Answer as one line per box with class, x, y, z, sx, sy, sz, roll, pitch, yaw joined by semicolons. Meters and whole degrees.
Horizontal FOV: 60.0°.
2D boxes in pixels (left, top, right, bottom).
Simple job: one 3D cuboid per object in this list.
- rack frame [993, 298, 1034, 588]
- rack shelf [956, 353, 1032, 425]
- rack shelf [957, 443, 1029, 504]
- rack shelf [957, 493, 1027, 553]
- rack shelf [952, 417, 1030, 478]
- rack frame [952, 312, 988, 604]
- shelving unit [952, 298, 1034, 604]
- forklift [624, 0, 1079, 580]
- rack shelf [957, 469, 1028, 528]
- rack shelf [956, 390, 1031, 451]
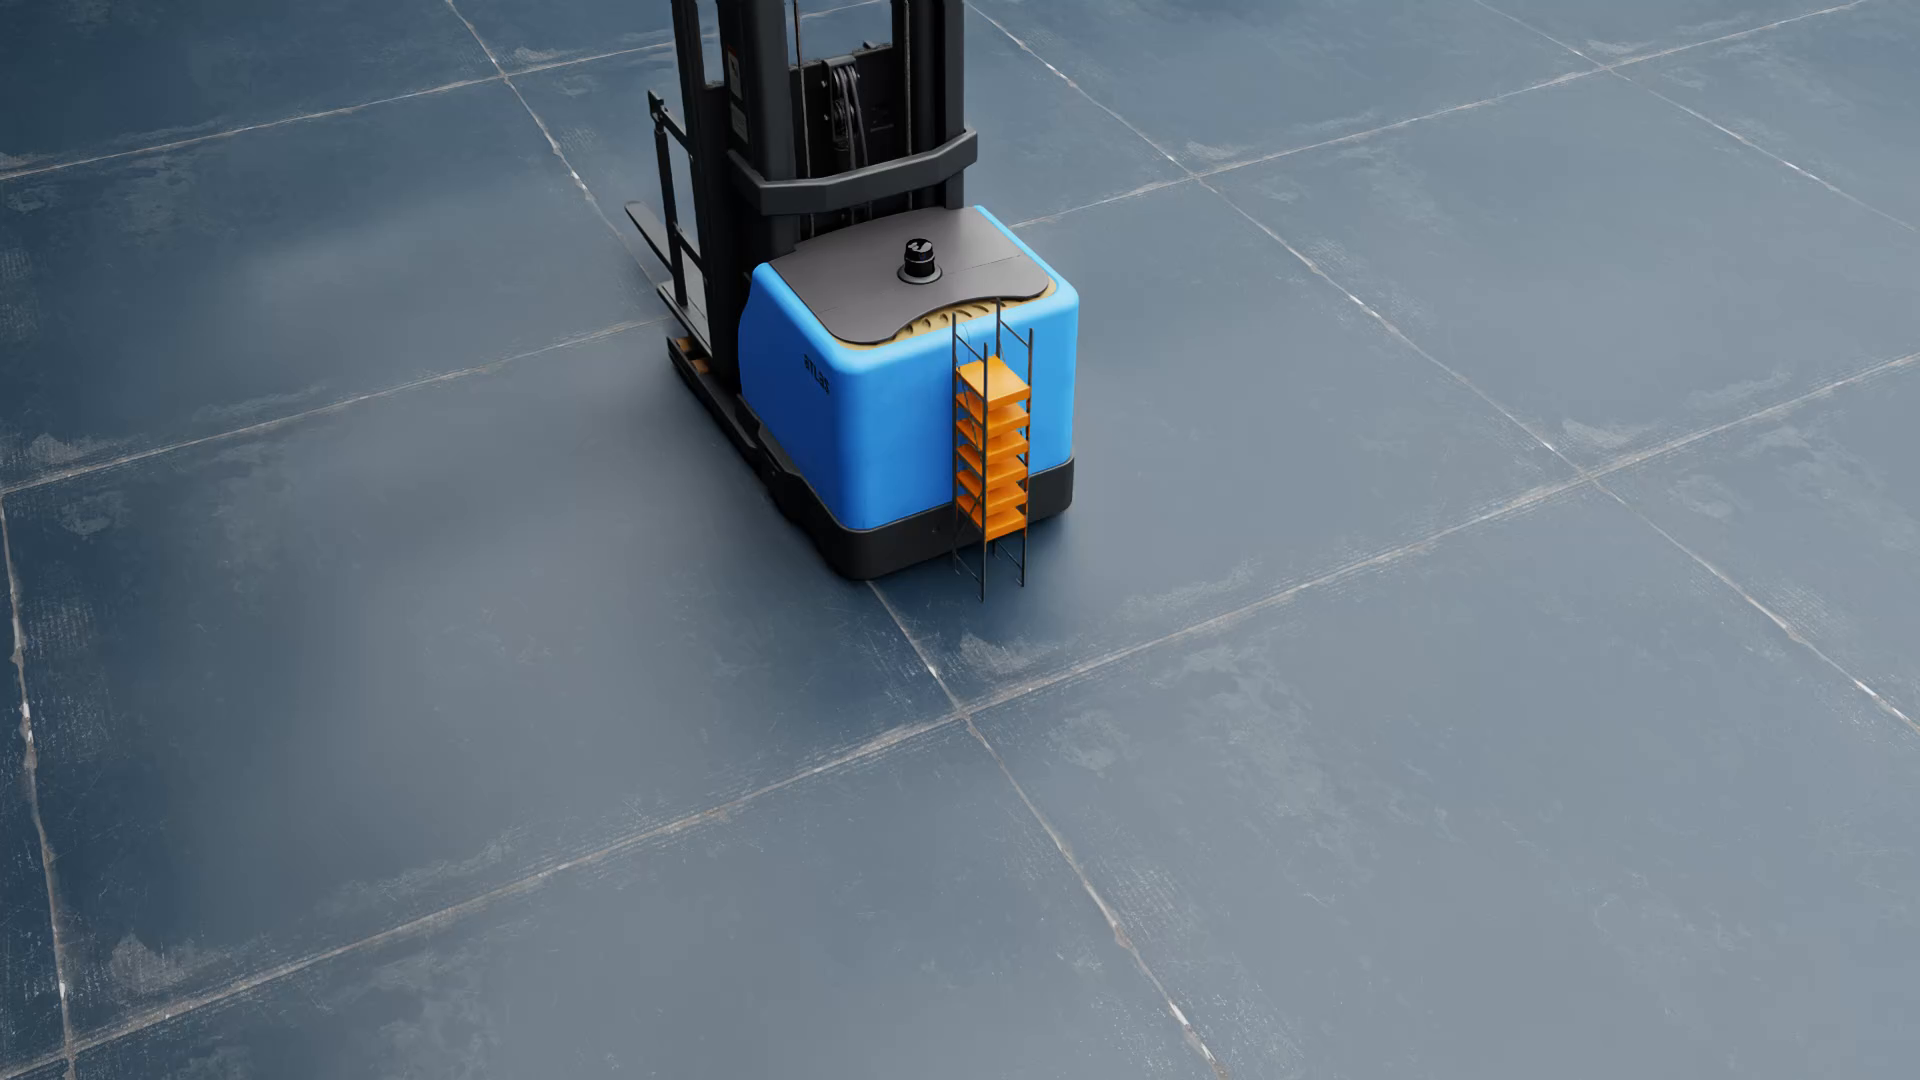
rack frame;0.193;-0.335;6.217;0.006;1.200;0.240;-20;44;-22
rack shelf;0.114;-0.546;5.978;0.180;0.103;0.258;-20;44;-22
rack shelf;0.114;-0.271;6.211;0.180;0.103;0.258;-20;44;-22
rack shelf;0.114;-0.088;6.366;0.180;0.103;0.258;-20;44;-22
rack shelf;0.114;-0.363;6.133;0.180;0.103;0.258;-20;44;-22
rack frame;0.034;-0.276;6.147;0.006;1.200;0.240;-20;44;-22
shelving unit;0.114;-0.305;6.182;0.189;1.200;0.258;-20;44;-22
forklift;-0.684;-1.906;6.733;1.130;2.935;3.031;-19;44;-21
rack shelf;0.114;-0.180;6.288;0.180;0.103;0.258;-20;44;-22
rack shelf;0.114;-0.455;6.056;0.180;0.103;0.258;-20;44;-22
